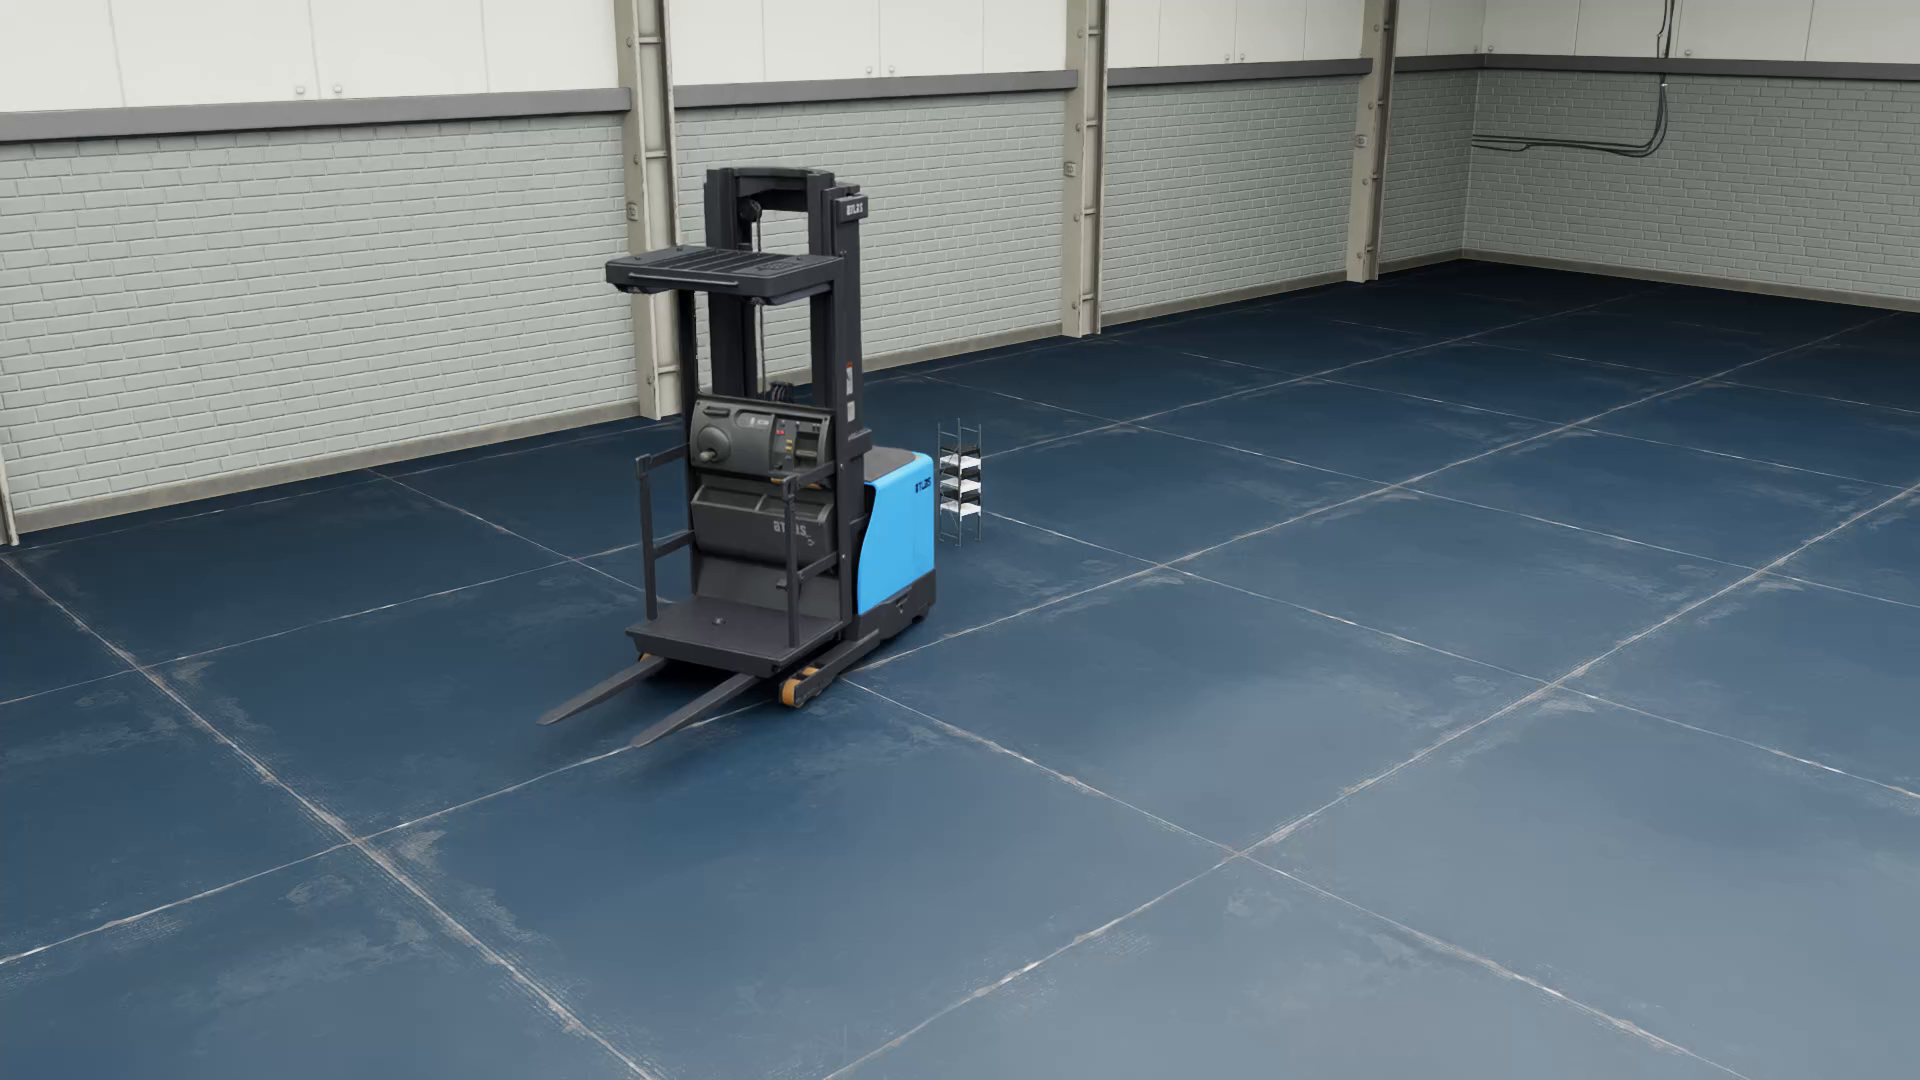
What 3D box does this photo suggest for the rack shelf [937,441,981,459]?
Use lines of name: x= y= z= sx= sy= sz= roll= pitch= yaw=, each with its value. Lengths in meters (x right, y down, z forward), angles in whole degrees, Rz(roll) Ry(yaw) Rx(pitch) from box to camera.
rack shelf: x=-0.006 y=-0.651 z=12.268 sx=0.200 sy=0.077 sz=0.258 roll=-16 pitch=24 yaw=-41

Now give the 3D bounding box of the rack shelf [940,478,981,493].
rack shelf: x=-0.006 y=-0.395 z=12.351 sx=0.200 sy=0.077 sz=0.258 roll=-16 pitch=24 yaw=-41

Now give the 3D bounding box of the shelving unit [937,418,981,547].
shelving unit: x=-0.006 y=-0.426 z=12.341 sx=0.210 sy=0.900 sz=0.258 roll=-16 pitch=24 yaw=-41

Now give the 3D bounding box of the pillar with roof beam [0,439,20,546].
pillar with roof beam: x=-4.298 y=-3.278 z=8.004 sx=0.400 sy=9.000 sz=9.100 roll=-16 pitch=24 yaw=-41

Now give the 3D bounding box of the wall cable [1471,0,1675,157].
wall cable: x=8.873 y=-6.908 z=24.234 sx=0.112 sy=2.526 sz=3.097 roll=-16 pitch=24 yaw=-41

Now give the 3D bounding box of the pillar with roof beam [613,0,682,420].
pillar with roof beam: x=0.062 y=-4.549 z=11.925 sx=0.400 sy=9.000 sz=9.100 roll=-16 pitch=24 yaw=-41

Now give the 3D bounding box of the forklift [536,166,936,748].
forklift: x=-1.266 y=-0.588 z=9.545 sx=1.130 sy=2.935 sz=3.031 roll=9 pitch=20 yaw=25

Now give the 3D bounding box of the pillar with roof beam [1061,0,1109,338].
pillar with roof beam: x=4.422 y=-5.821 z=15.847 sx=0.400 sy=9.000 sz=9.100 roll=-16 pitch=24 yaw=-41

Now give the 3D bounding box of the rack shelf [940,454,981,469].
rack shelf: x=-0.006 y=-0.566 z=12.295 sx=0.200 sy=0.077 sz=0.258 roll=-16 pitch=24 yaw=-41

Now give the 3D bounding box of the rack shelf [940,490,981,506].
rack shelf: x=-0.006 y=-0.309 z=12.379 sx=0.200 sy=0.077 sz=0.258 roll=-16 pitch=24 yaw=-41

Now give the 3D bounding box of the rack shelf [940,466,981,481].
rack shelf: x=-0.006 y=-0.480 z=12.323 sx=0.200 sy=0.077 sz=0.258 roll=-16 pitch=24 yaw=-41

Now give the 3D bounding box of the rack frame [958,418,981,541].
rack frame: x=0.068 y=-0.448 z=12.407 sx=0.006 sy=0.900 sz=0.240 roll=-16 pitch=24 yaw=-41

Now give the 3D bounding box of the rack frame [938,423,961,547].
rack frame: x=-0.080 y=-0.405 z=12.274 sx=0.006 sy=0.900 sz=0.240 roll=-16 pitch=24 yaw=-41

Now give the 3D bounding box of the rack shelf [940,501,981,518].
rack shelf: x=-0.006 y=-0.223 z=12.406 sx=0.200 sy=0.077 sz=0.258 roll=-16 pitch=24 yaw=-41

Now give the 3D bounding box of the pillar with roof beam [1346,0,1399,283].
pillar with roof beam: x=8.781 y=-7.092 z=19.768 sx=0.400 sy=9.000 sz=9.100 roll=-16 pitch=24 yaw=-41
